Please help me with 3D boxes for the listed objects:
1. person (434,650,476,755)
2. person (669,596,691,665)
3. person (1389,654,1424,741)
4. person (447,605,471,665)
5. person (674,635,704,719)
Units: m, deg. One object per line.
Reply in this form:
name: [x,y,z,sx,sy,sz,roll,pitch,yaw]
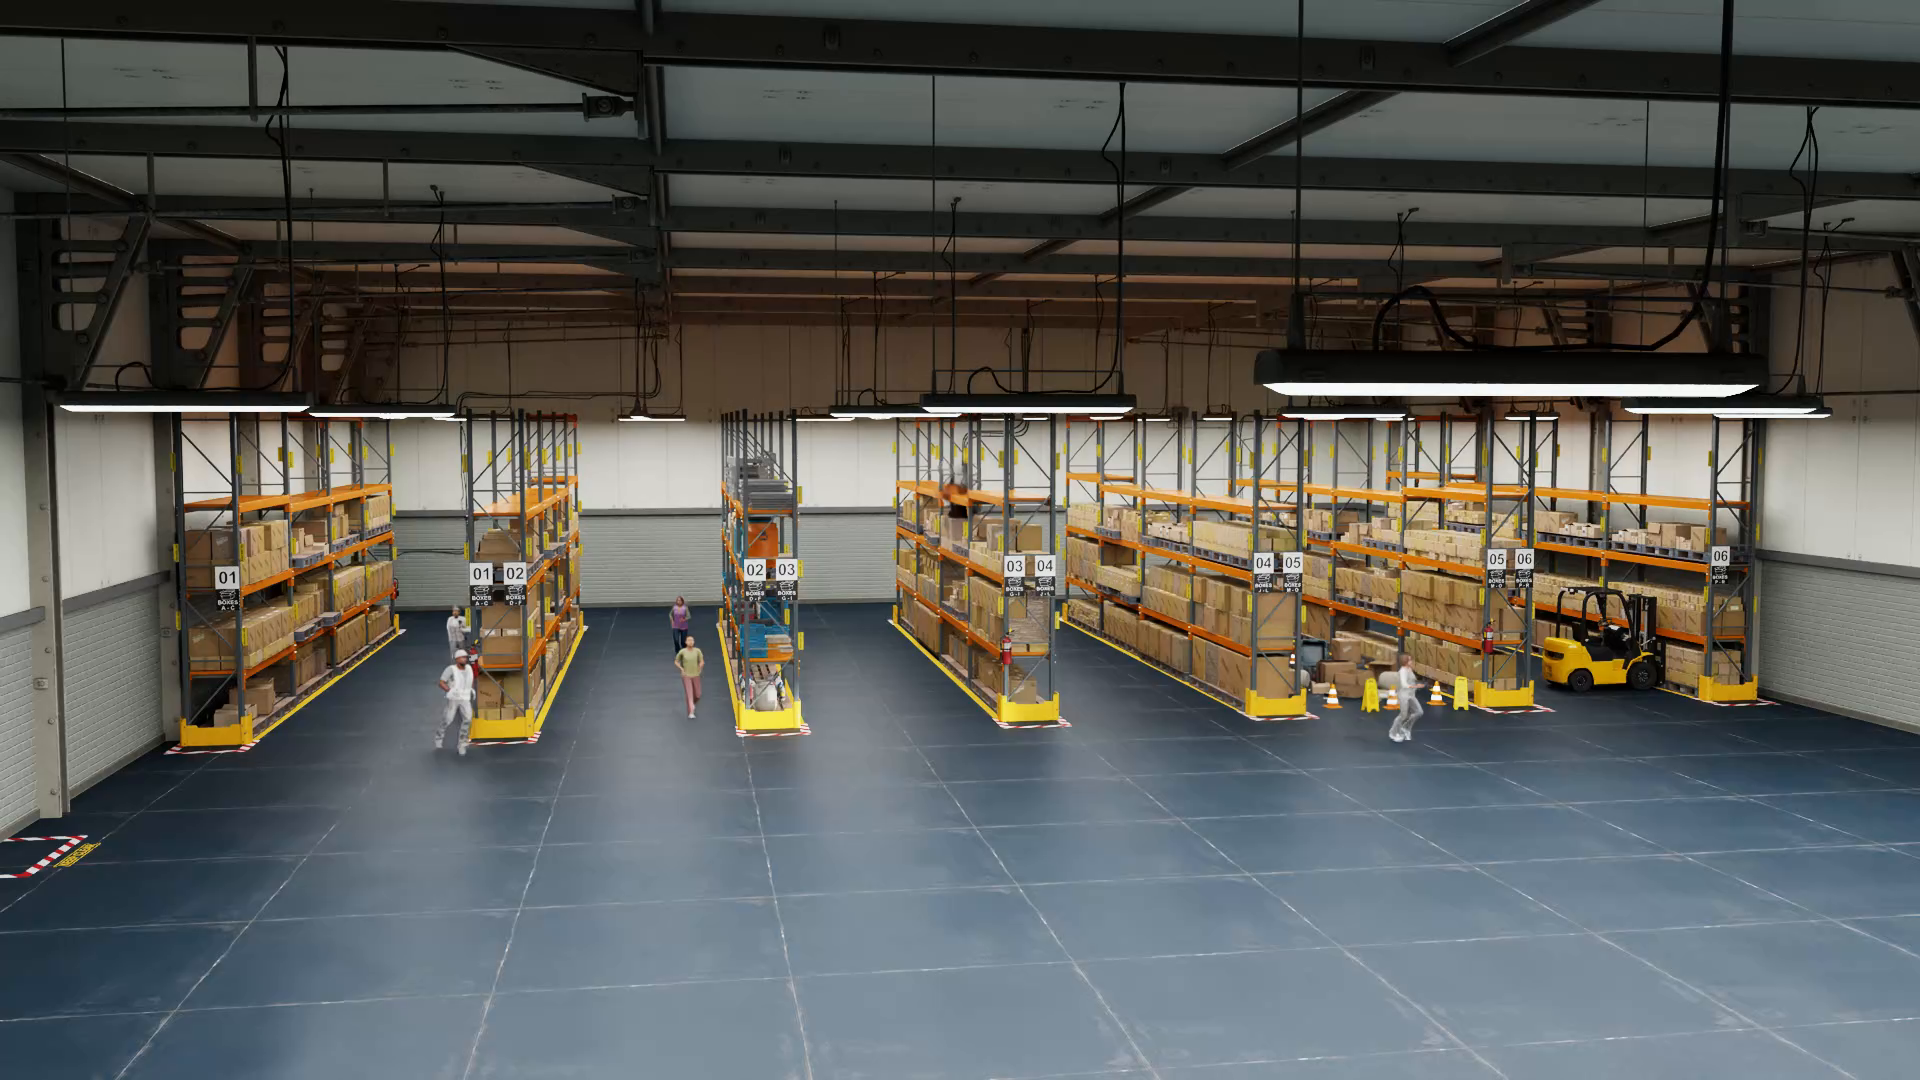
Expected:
person: [-8.761,2.823,29.086,0.748,1.800,0.776,-4,6,-44]
person: [-6.685,2.148,39.714,0.538,1.600,0.786,0,4,-4]
person: [8.046,2.834,29.895,0.644,1.578,0.498,3,5,39]
person: [-11.177,2.302,37.104,0.584,1.748,0.776,0,4,-7]
person: [-5.258,2.650,32.391,0.578,1.618,0.507,-2,4,-21]
